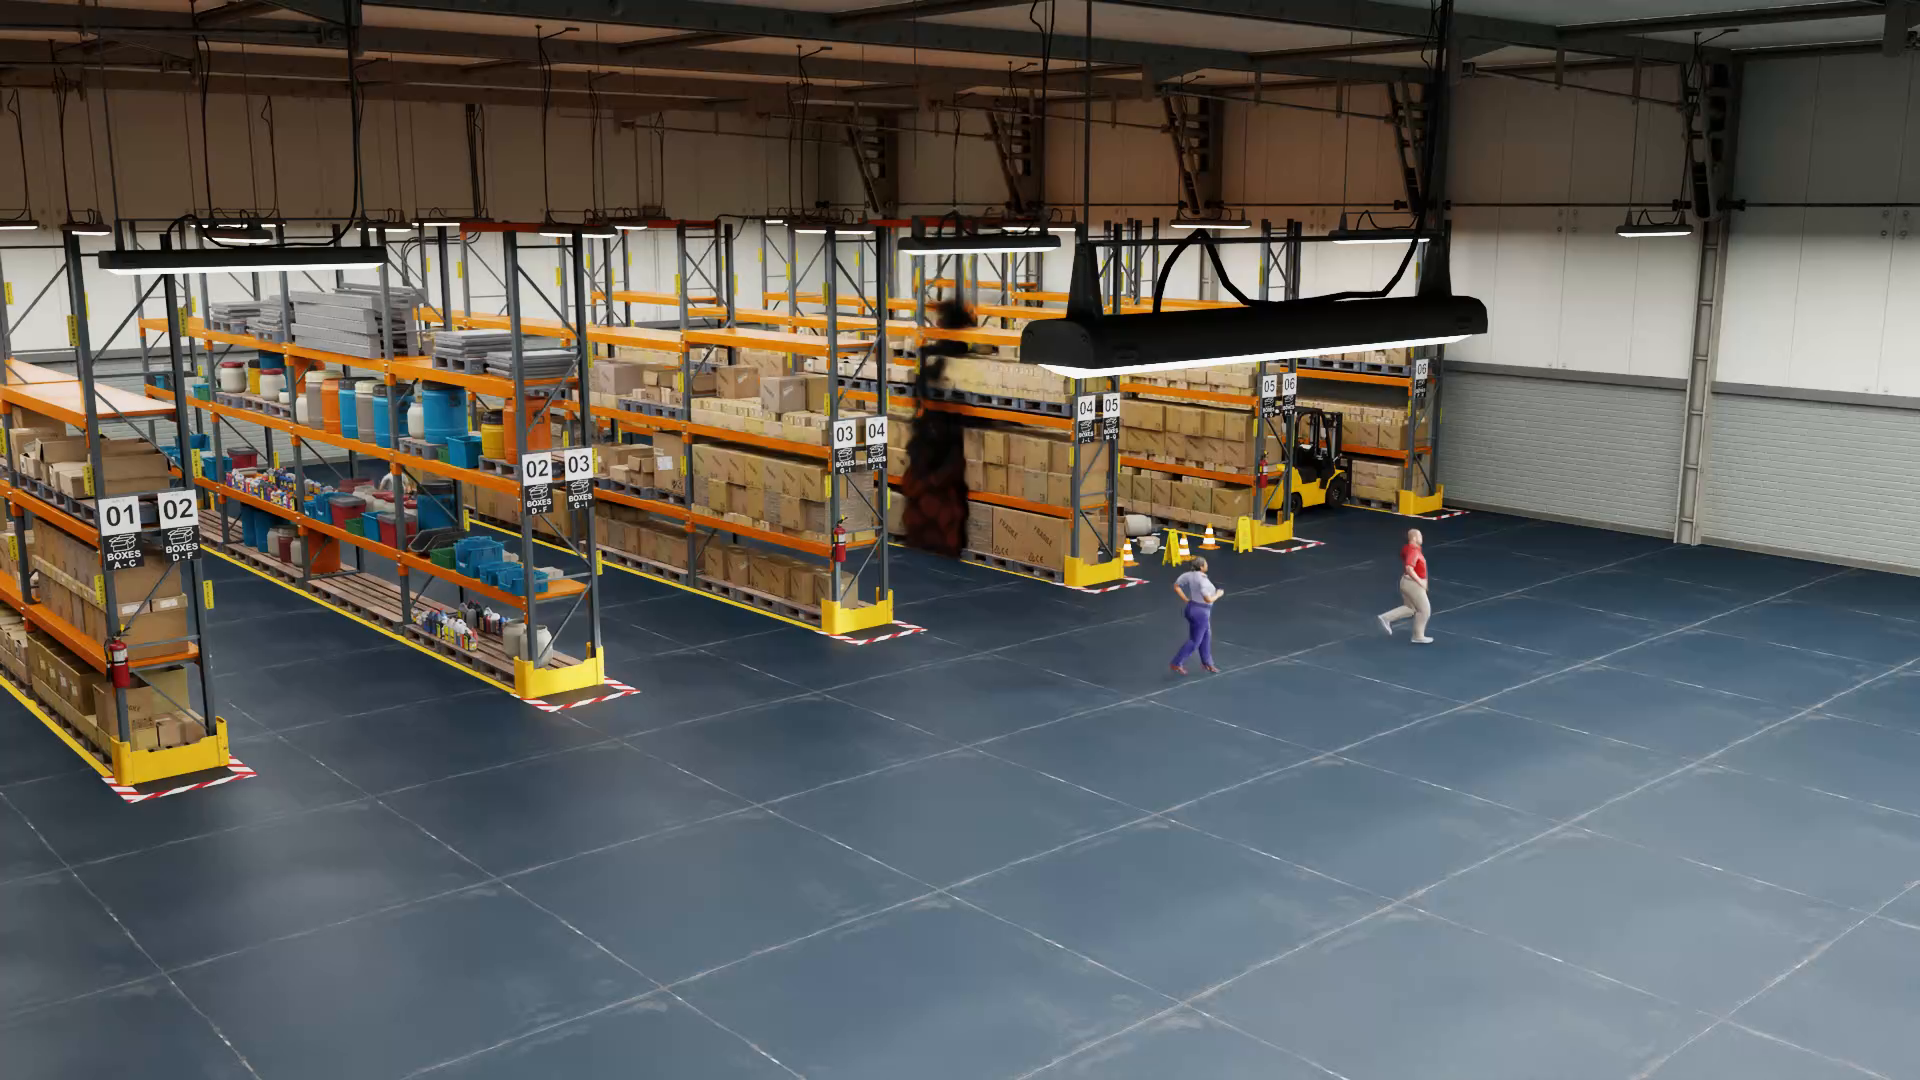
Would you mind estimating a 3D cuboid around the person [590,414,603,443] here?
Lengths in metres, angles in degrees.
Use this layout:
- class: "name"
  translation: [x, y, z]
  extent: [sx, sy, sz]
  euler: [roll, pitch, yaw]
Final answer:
- class: "person"
  translation: [-8.326, -1.983, 37.412]
  extent: [0.670, 1.724, 0.904]
  euler: [-8, 14, -35]

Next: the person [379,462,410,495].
- class: "person"
  translation: [-10.593, -0.713, 31.261]
  extent: [0.779, 1.632, 0.573]
  euler: [10, 15, 41]

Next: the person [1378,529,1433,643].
- class: "person"
  translation: [6.566, 0.667, 24.270]
  extent: [0.756, 1.683, 0.699]
  euler: [0, 11, 1]

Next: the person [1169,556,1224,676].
- class: "person"
  translation: [3.206, 1.046, 22.489]
  extent: [0.838, 1.687, 0.598]
  euler: [-3, 12, -16]
